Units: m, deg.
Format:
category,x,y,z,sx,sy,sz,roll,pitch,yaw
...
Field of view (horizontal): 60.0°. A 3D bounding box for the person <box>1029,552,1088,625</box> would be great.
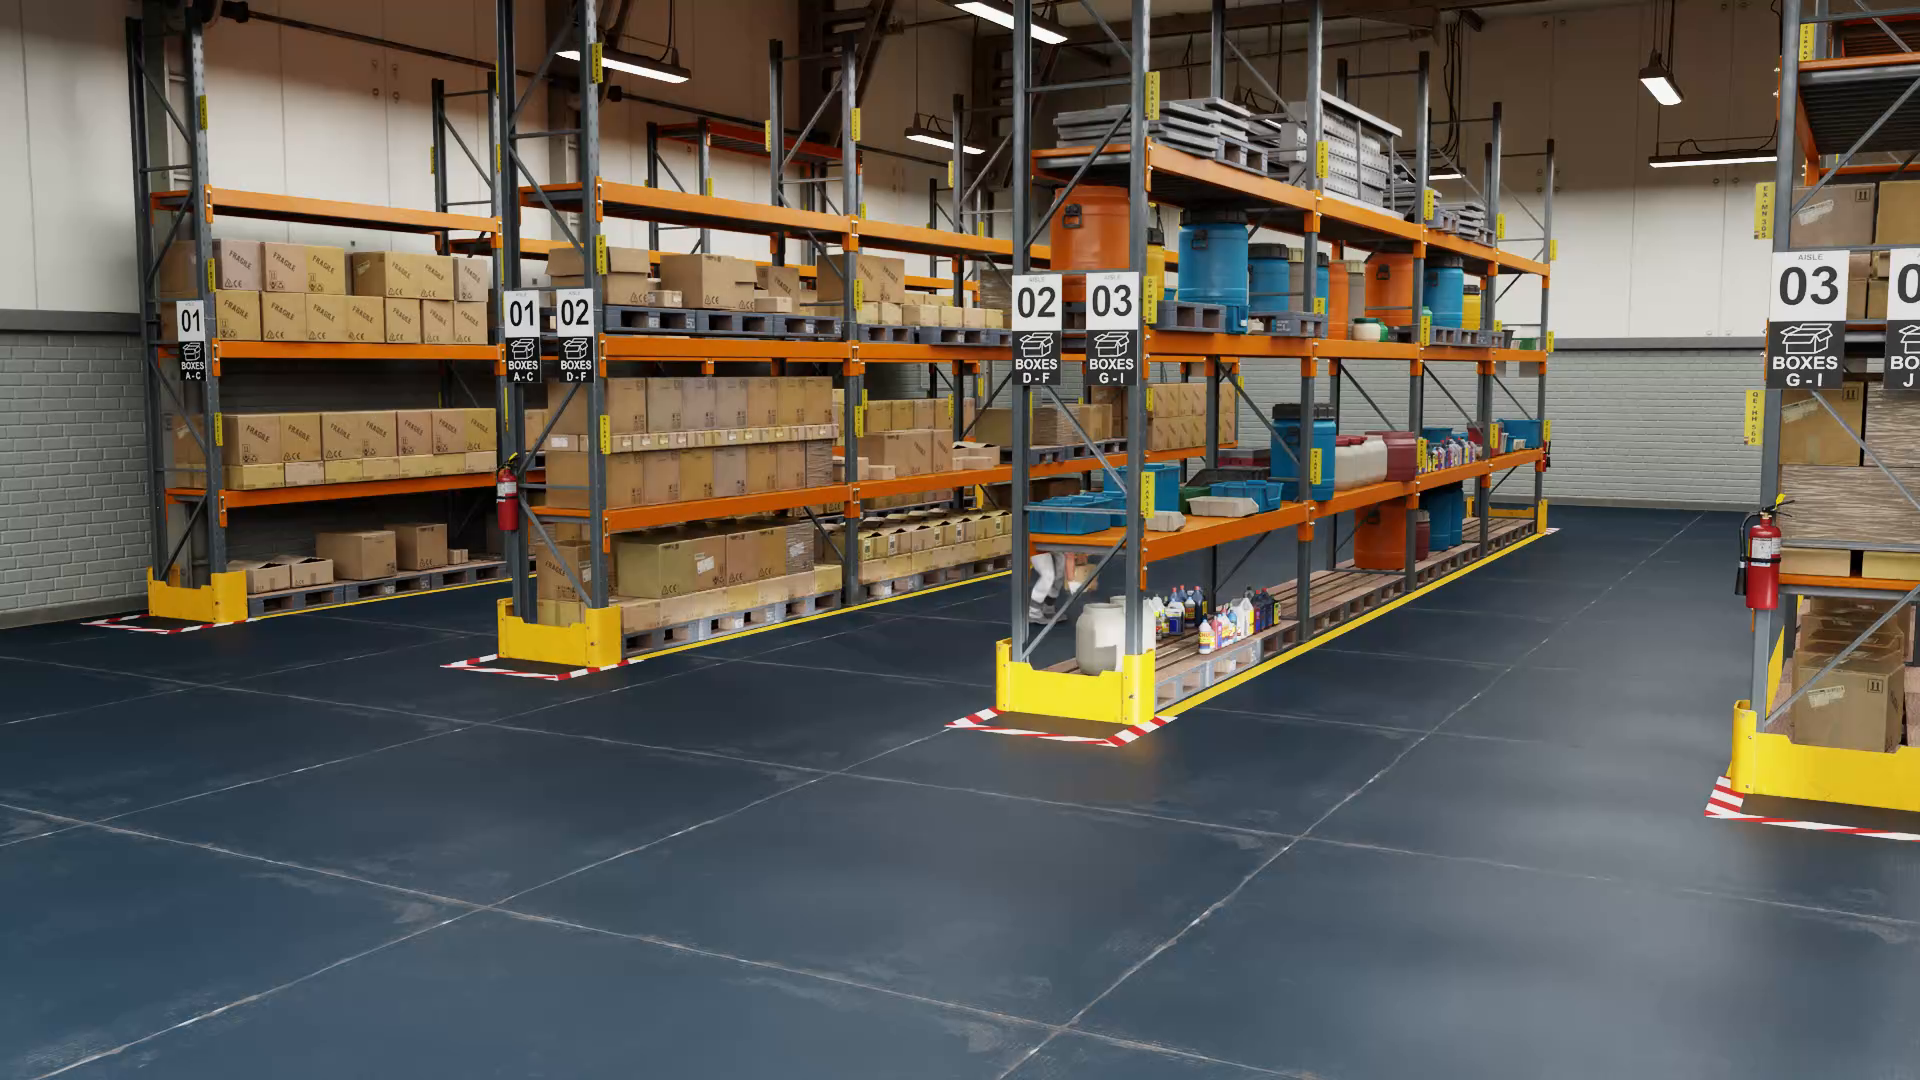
category,x,y,z,sx,sy,sz,roll,pitch,yaw
person,1.065,0.255,16.492,0.957,1.167,0.497,3,7,27
